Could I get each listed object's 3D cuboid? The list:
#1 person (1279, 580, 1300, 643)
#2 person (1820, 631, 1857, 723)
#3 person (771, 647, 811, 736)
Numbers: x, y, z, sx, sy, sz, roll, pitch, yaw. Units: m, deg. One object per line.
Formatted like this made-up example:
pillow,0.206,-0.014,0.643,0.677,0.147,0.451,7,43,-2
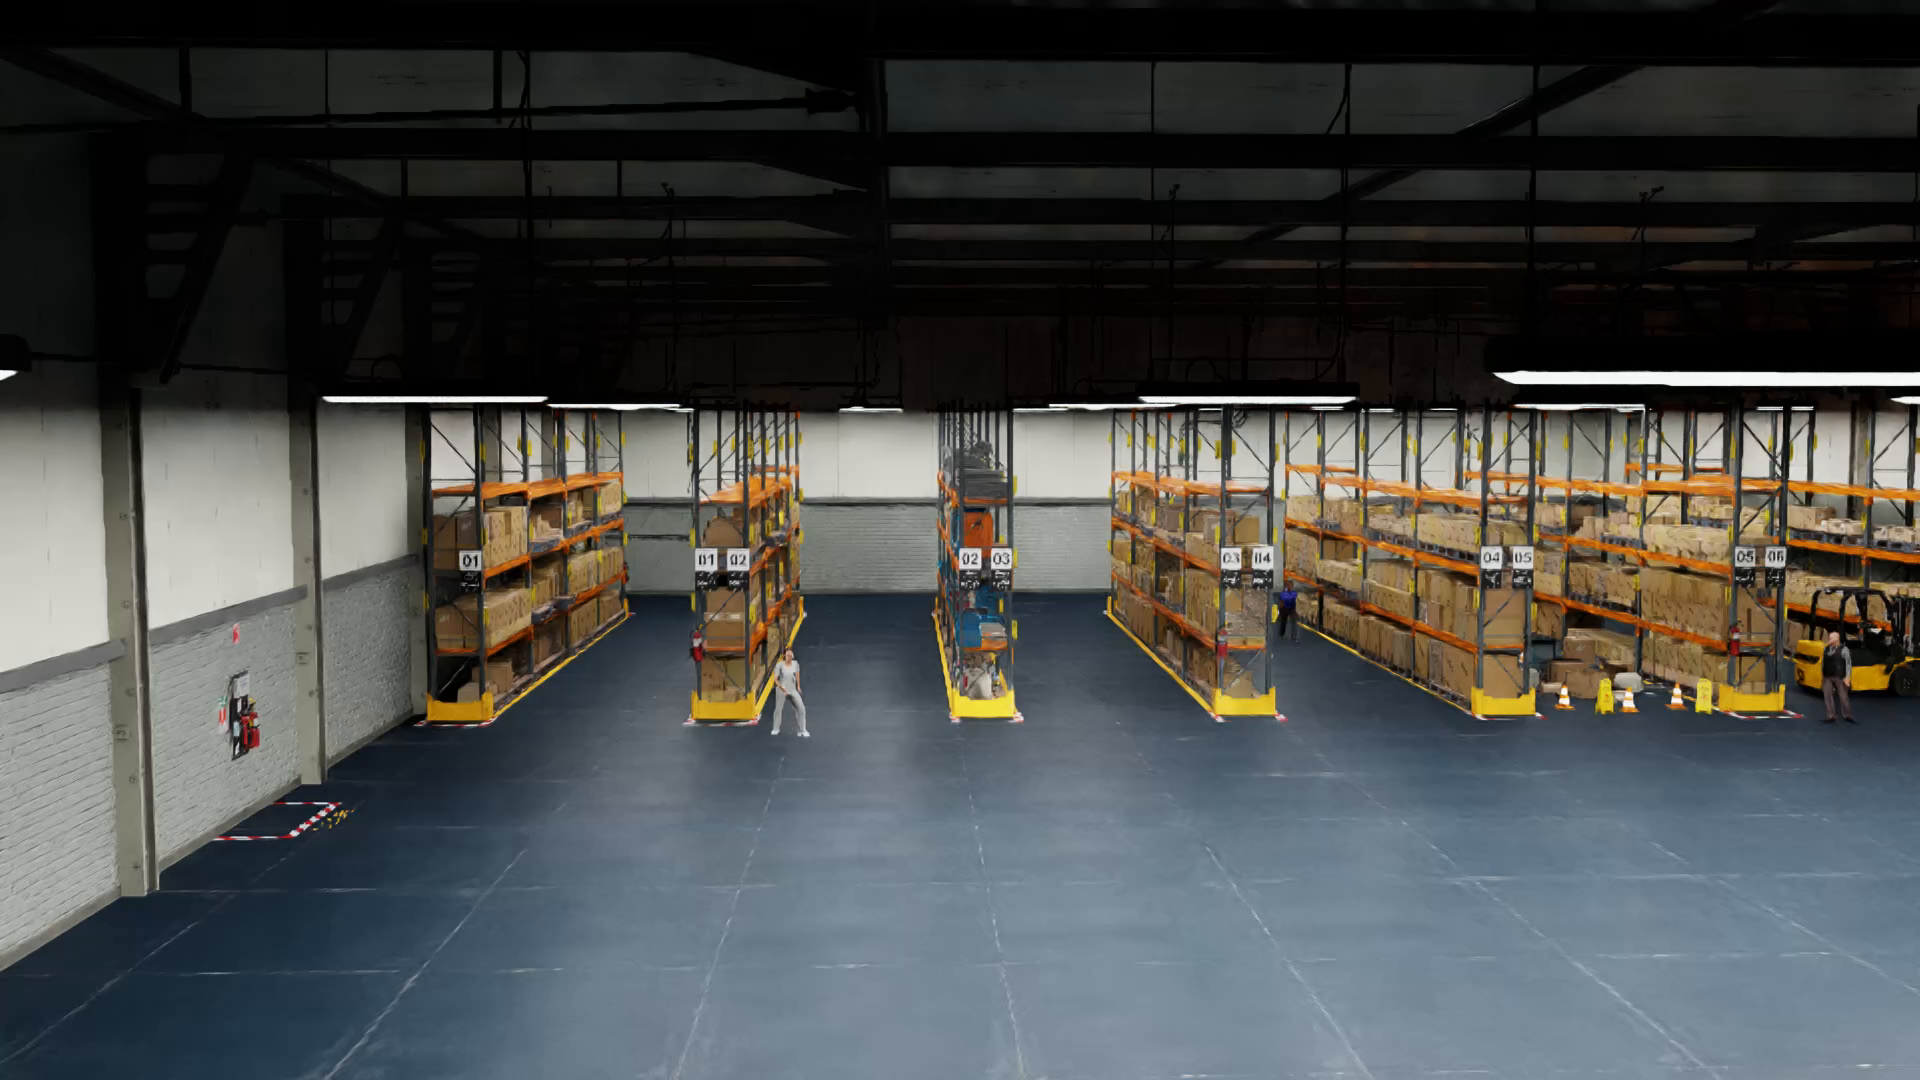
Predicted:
person,8.205,1.778,41.575,0.447,1.546,1.088,0,4,0
person,16.250,2.537,30.808,0.544,1.714,0.587,-3,5,-31
person,-3.040,2.674,29.478,0.614,1.610,0.799,-2,5,-21
